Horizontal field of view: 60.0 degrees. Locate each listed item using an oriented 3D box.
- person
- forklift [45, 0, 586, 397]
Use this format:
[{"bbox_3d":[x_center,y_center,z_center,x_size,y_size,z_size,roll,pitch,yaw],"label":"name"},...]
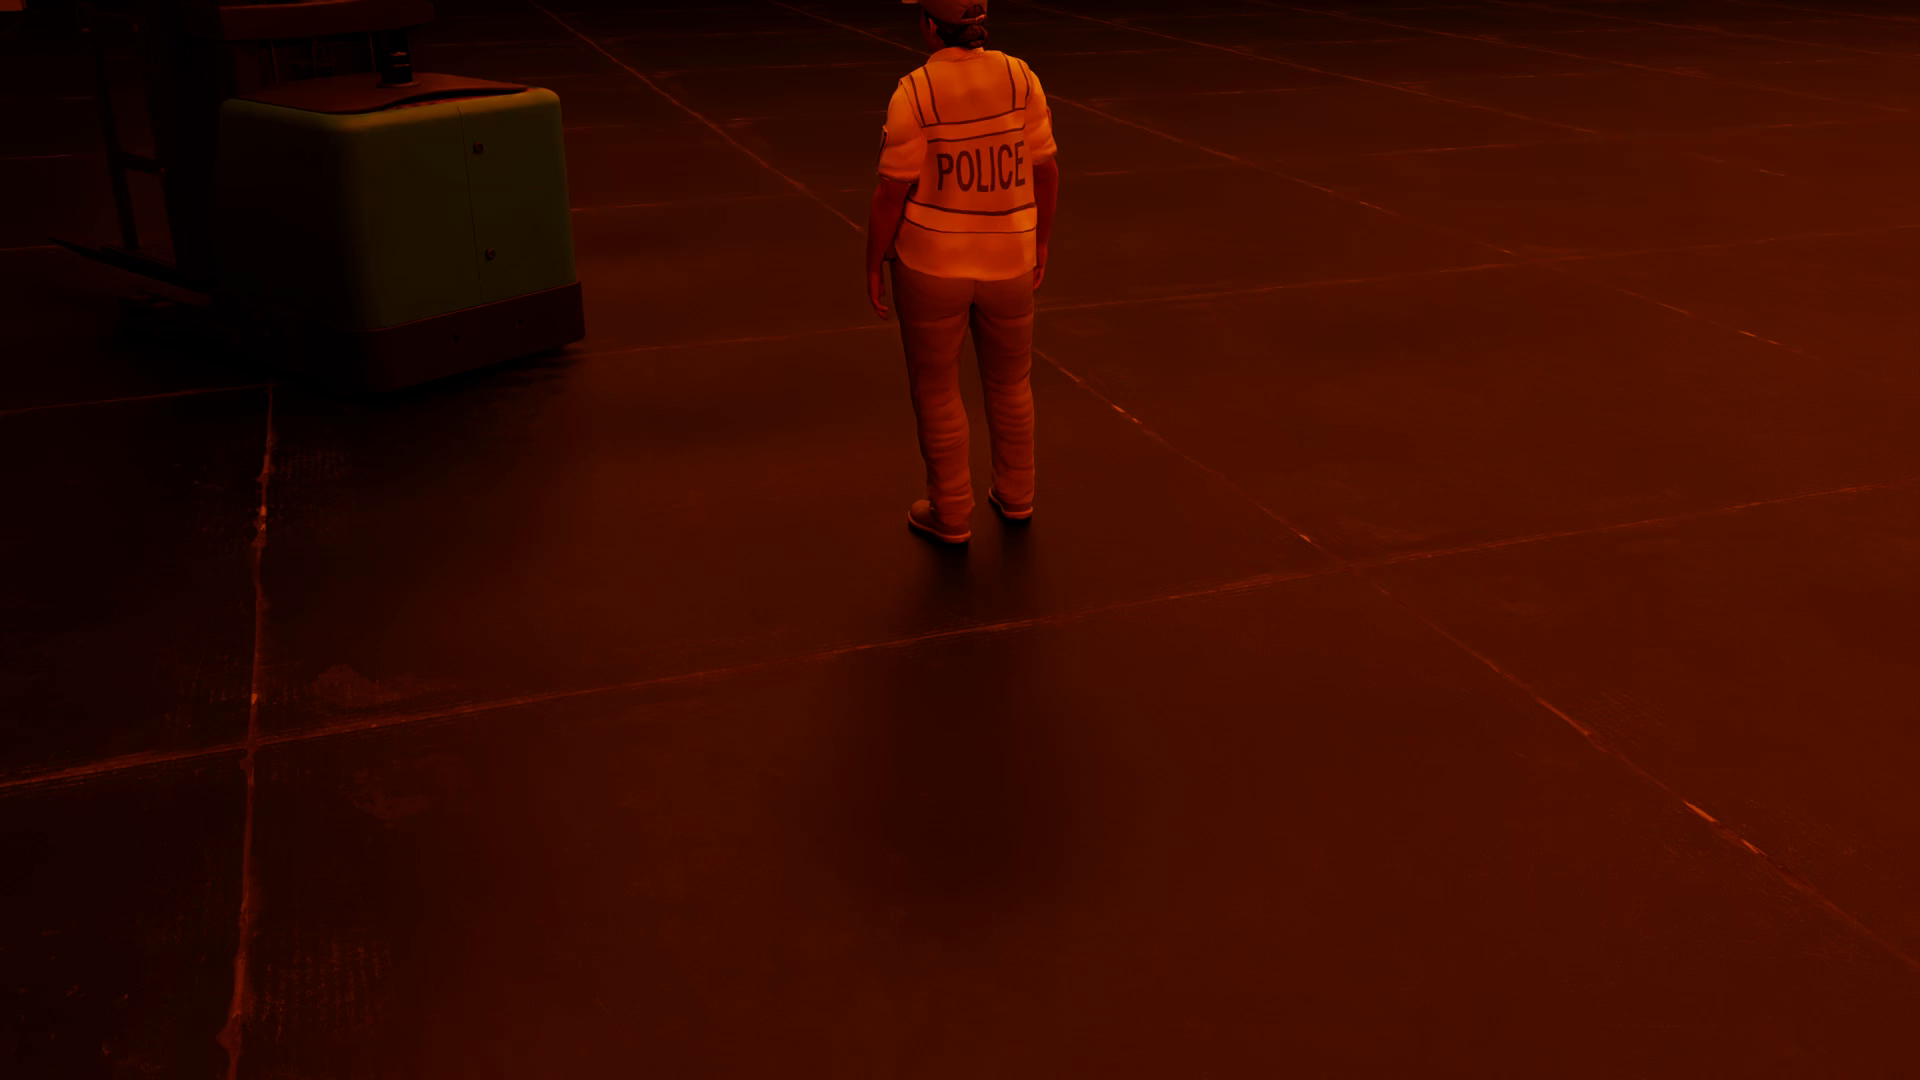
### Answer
[{"bbox_3d":[-0.004,-0.806,4.827,0.598,1.670,0.529,-8,24,-18],"label":"person"},{"bbox_3d":[-3.016,-2.344,6.872,3.031,2.935,1.130,18,28,36],"label":"forklift"}]
